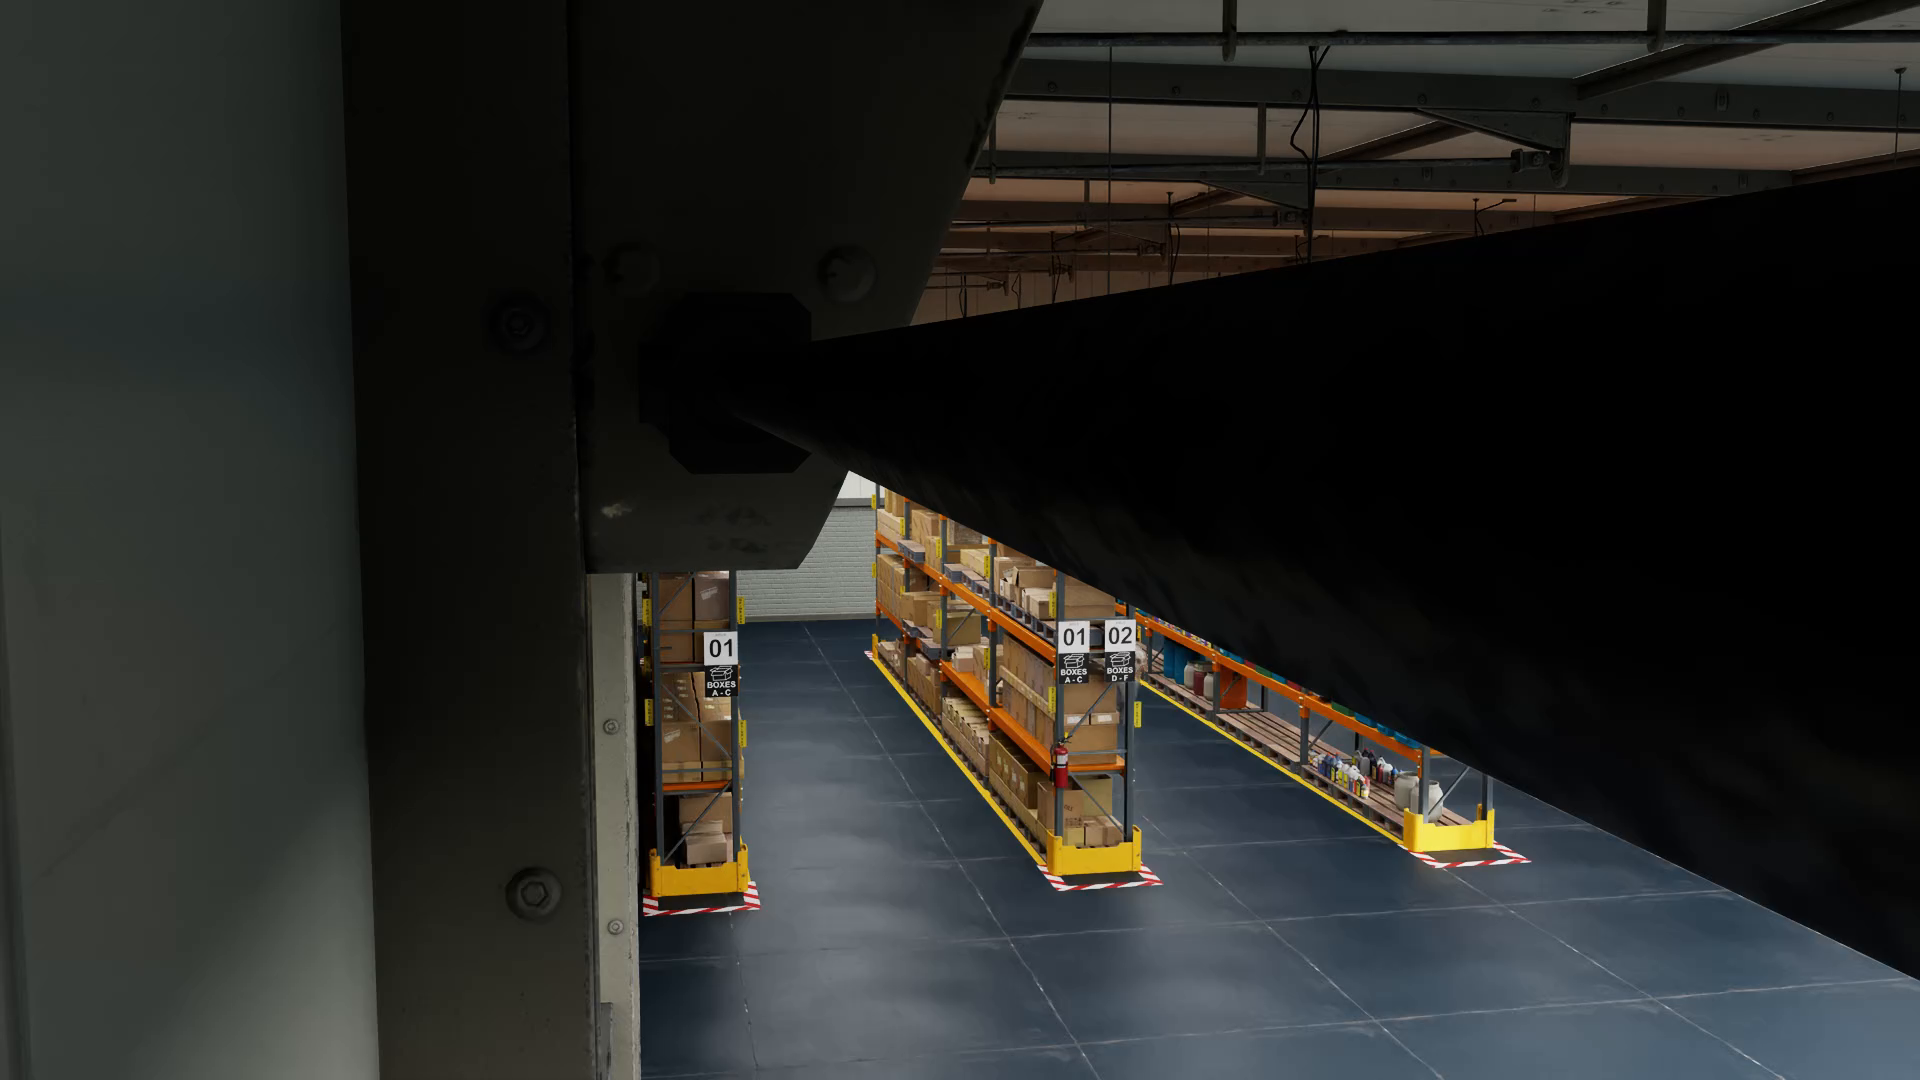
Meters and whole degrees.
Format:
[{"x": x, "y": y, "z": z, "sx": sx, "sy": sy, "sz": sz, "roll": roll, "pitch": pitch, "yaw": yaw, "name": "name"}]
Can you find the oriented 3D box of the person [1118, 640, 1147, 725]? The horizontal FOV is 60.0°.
[{"x": 3.000, "y": 2.523, "z": 29.462, "sx": 0.591, "sy": 1.590, "sz": 0.726, "roll": -1, "pitch": 6, "yaw": -13, "name": "person"}]
